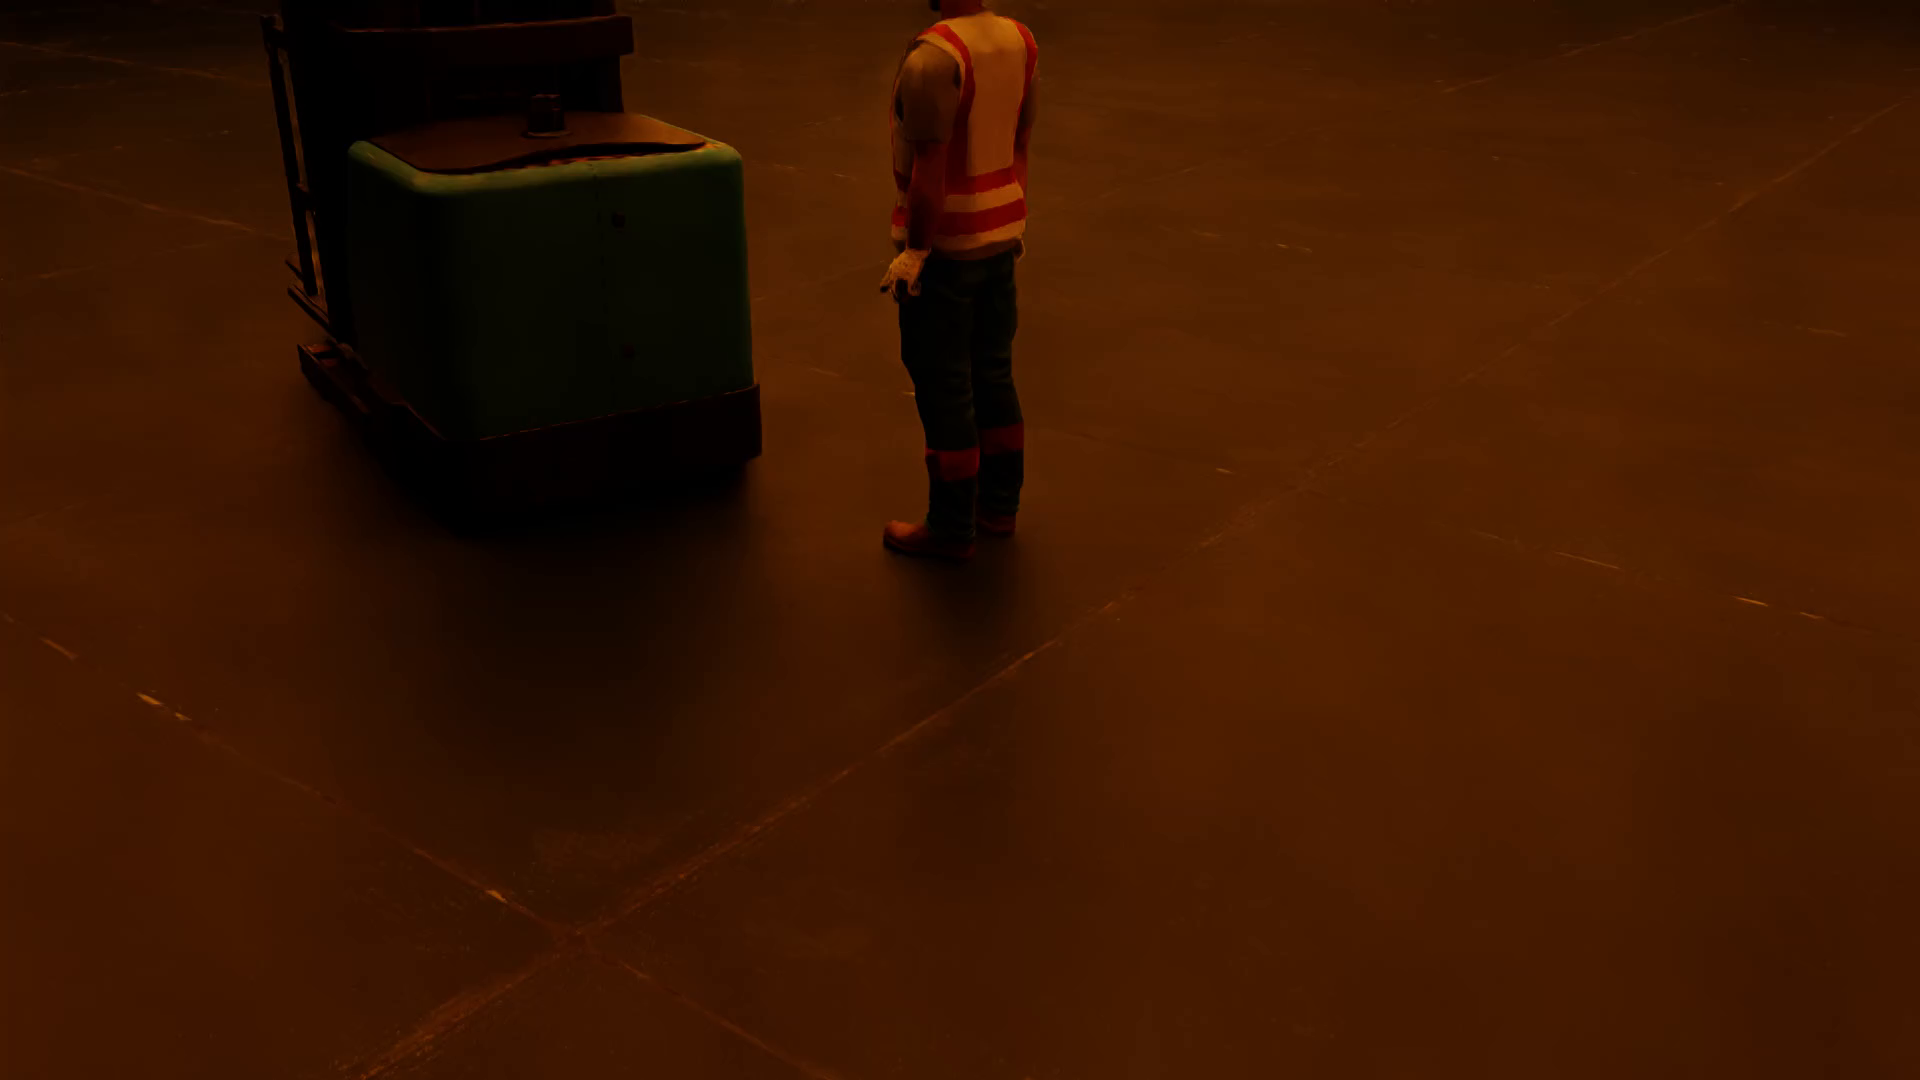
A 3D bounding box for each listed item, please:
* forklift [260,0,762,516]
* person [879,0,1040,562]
[{"bbox_3d":[-1.872,-1.954,5.836,1.130,2.935,3.031,-14,27,-30],"label":"forklift"},{"bbox_3d":[-0.017,-0.827,4.668,0.349,1.795,0.540,17,29,34],"label":"person"}]
